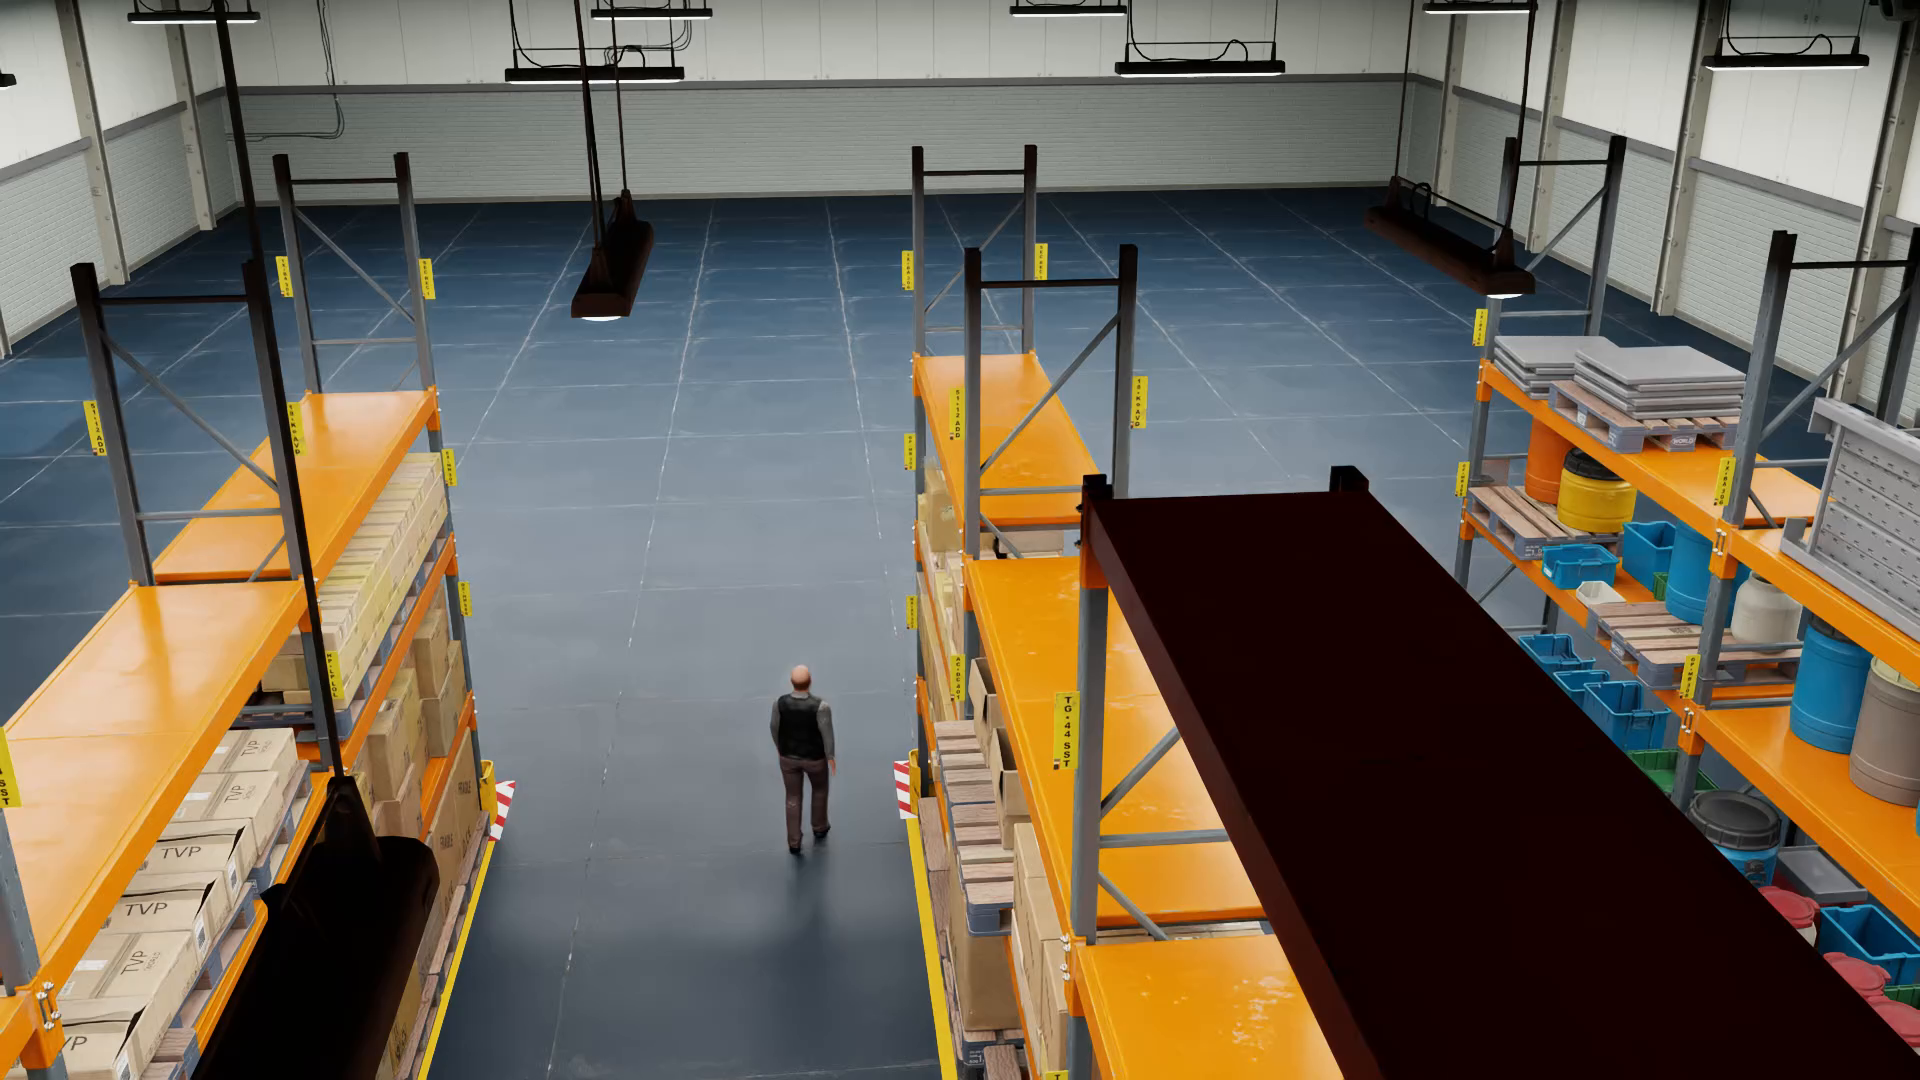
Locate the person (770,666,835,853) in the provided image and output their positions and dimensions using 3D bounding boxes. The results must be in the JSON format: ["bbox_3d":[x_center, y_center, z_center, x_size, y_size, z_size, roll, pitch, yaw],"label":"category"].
[{"bbox_3d":[-1.359,1.890,14.564,0.587,1.745,0.630,4,22,11],"label":"person"}]
